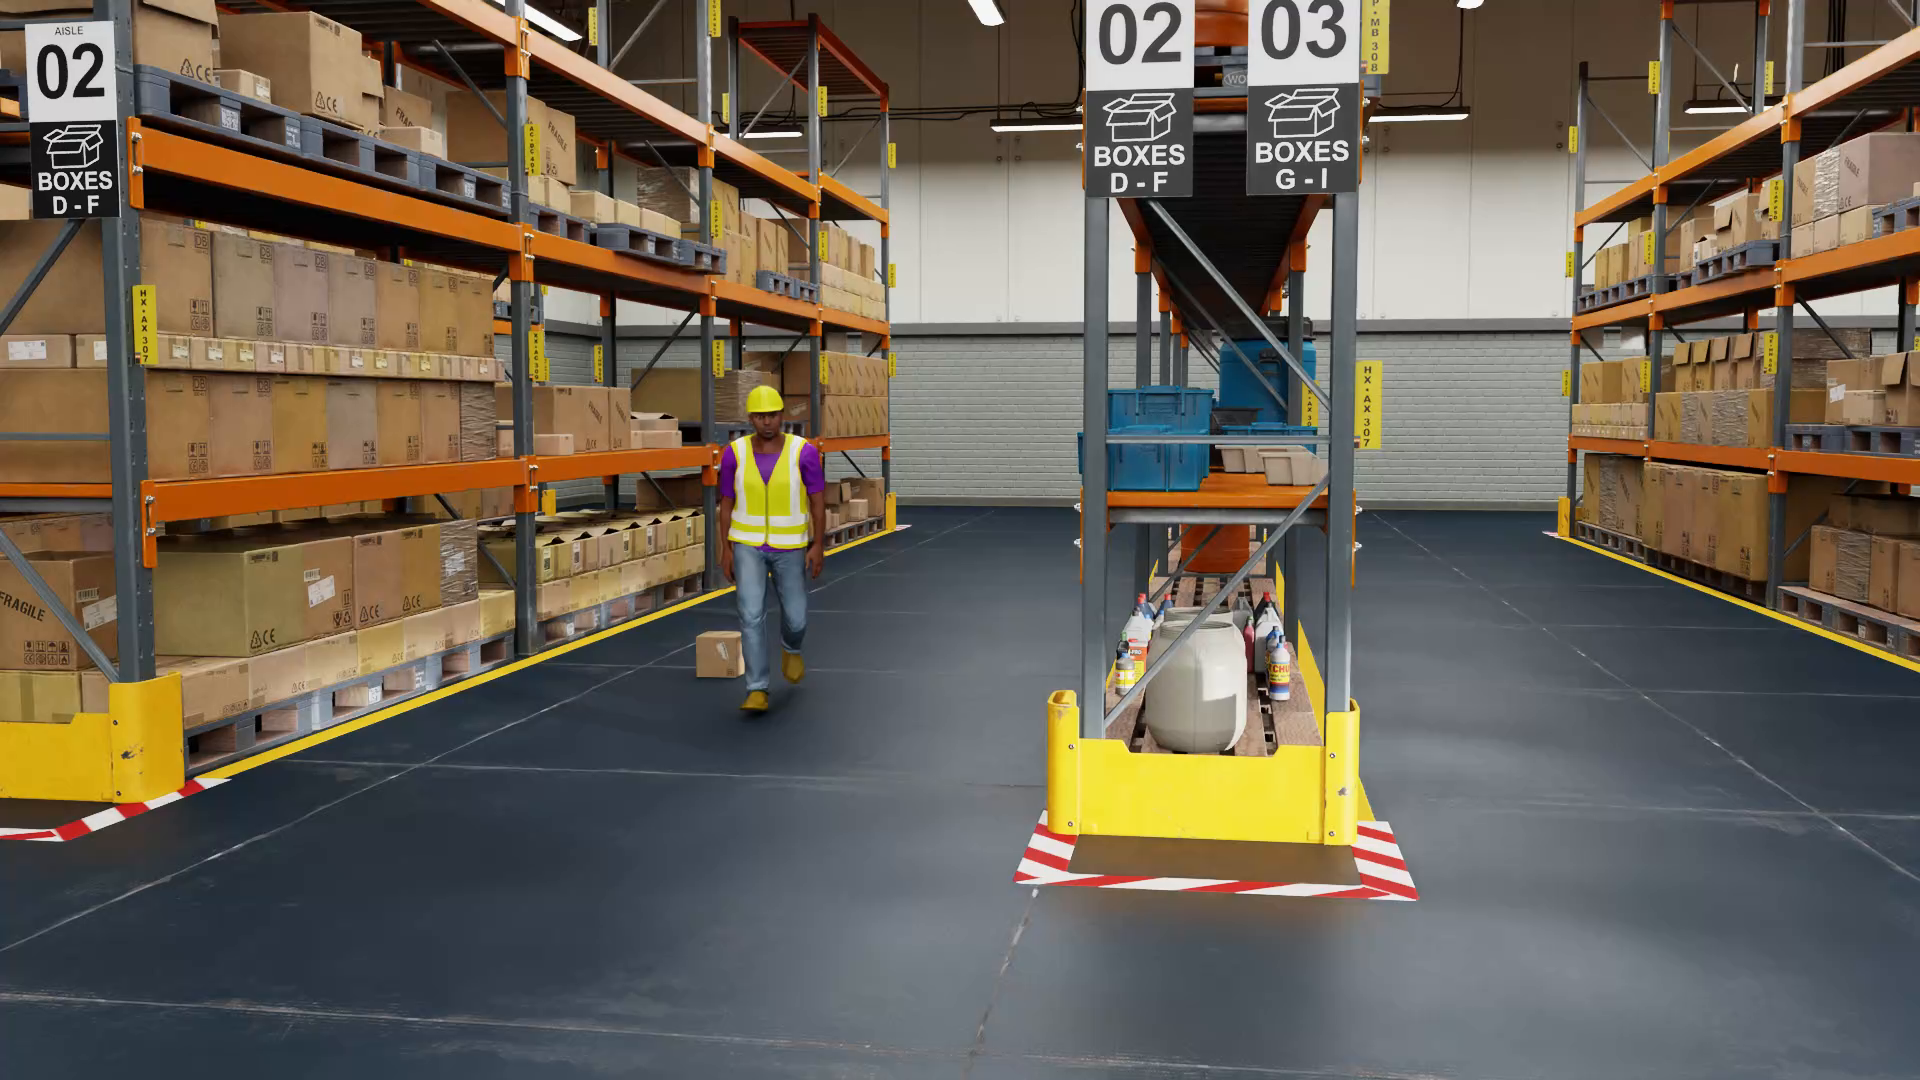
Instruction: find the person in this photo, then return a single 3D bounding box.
[{"bbox_3d":[-1.018,0.029,9.088,0.577,1.741,0.838,0,4,-3],"label":"person"}]
